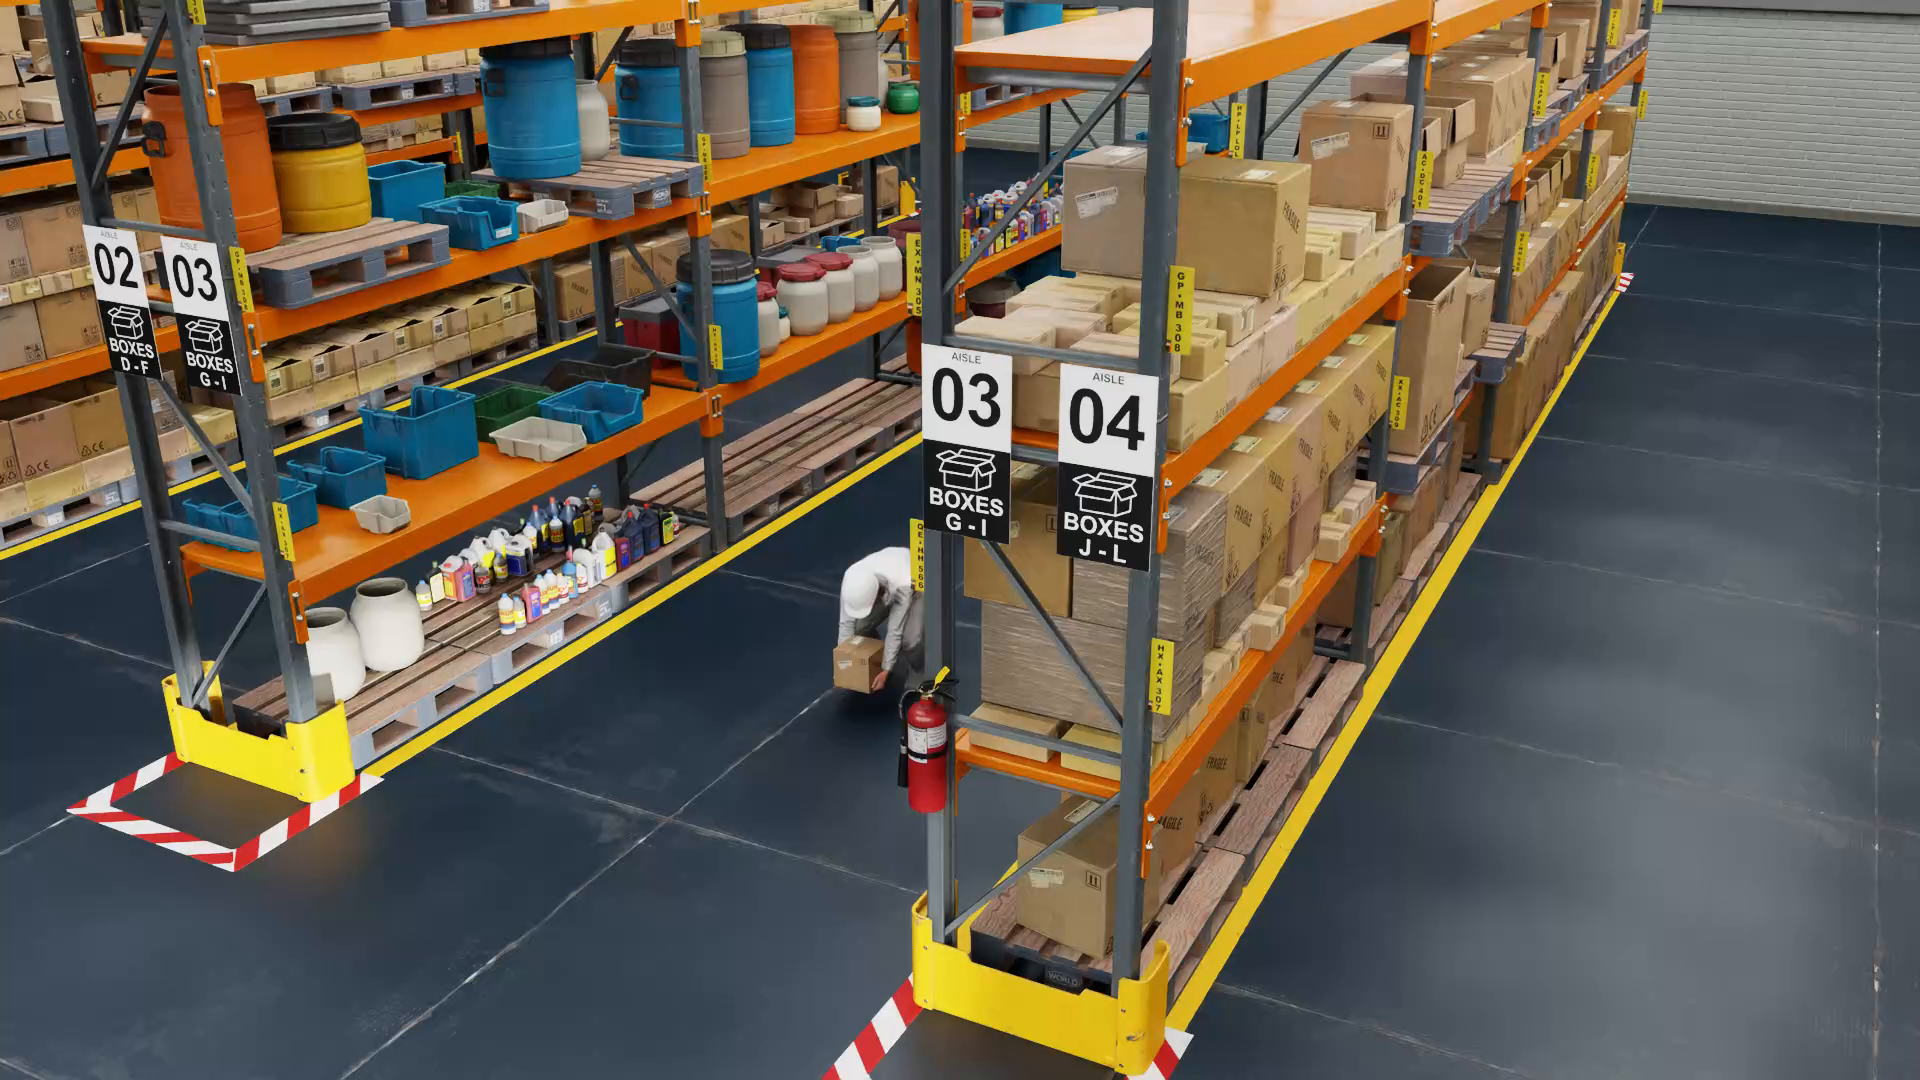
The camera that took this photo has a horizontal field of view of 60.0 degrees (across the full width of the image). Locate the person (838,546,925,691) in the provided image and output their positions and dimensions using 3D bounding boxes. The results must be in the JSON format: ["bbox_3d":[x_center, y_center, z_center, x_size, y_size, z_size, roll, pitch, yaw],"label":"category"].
[{"bbox_3d":[-0.464,0.516,10.505,0.513,0.987,0.975,10,25,23],"label":"person"}]
